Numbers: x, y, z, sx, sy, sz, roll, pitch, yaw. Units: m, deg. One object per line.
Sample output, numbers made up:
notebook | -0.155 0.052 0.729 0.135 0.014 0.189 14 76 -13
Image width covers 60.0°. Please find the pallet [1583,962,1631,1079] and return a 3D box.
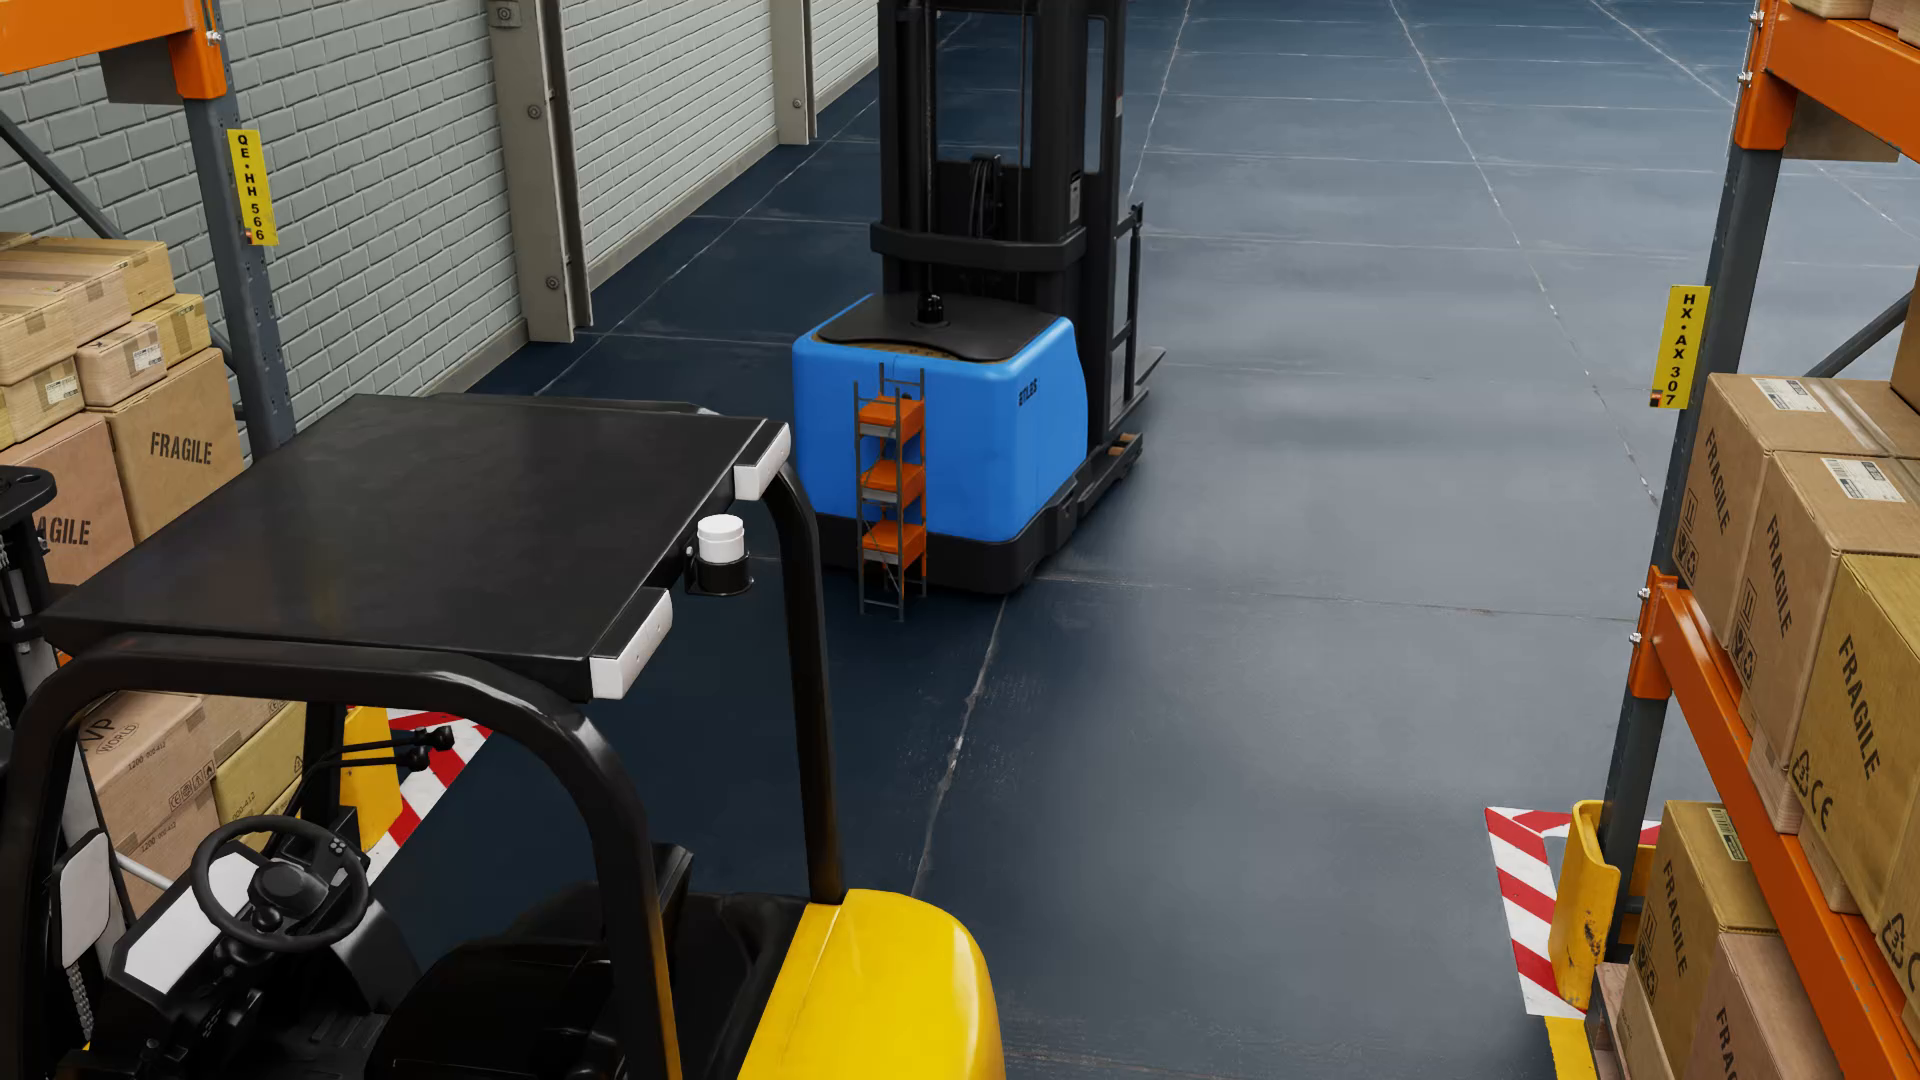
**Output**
pallet | 2.191 1.572 4.142 1.003 0.211 1.213 4 25 9

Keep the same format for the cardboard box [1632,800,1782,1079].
cardboard box | 1.963 0.984 3.973 0.500 0.500 0.500 3 25 7

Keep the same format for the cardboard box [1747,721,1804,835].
cardboard box | 1.874 0.497 3.447 0.380 0.149 0.250 4 25 9

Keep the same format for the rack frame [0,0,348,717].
rack frame | -2.526 -0.402 5.070 1.000 3.000 0.127 4 25 9

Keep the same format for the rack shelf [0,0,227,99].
rack shelf | -2.853 -0.598 2.800 1.077 0.370 4.000 4 25 9

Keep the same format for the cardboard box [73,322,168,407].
cardboard box | -2.319 -0.468 4.328 0.380 0.149 0.250 4 25 9

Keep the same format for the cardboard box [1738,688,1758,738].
cardboard box | 1.961 0.394 3.667 0.380 0.149 0.250 3 25 7

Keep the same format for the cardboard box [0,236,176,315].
cardboard box | -2.377 -0.711 4.497 0.380 0.149 0.250 4 25 9

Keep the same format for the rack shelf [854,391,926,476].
rack shelf | -0.285 -0.437 6.801 0.215 0.259 0.240 10 27 20

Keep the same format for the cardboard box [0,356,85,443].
cardboard box | -2.422 -0.363 4.105 0.380 0.149 0.250 4 25 10

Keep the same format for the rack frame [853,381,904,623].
rack frame | -0.331 -0.142 6.815 0.200 1.050 0.008 10 27 20

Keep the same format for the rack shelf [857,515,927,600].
rack shelf | -0.285 0.071 7.040 0.215 0.259 0.240 10 27 20

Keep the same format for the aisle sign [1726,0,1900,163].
aisle sign | 2.076 -1.284 3.889 0.394 0.787 0.004 4 25 9

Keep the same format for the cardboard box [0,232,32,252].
cardboard box | -2.792 -0.750 4.580 0.380 0.149 0.250 4 25 8

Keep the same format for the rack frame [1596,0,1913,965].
rack frame | 2.371 -0.060 4.339 1.000 3.000 0.127 4 25 9

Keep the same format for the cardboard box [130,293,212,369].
cardboard box | -2.307 -0.577 4.560 0.380 0.149 0.250 4 25 9

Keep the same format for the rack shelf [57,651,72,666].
rack shelf | -2.853 0.760 3.436 1.077 0.370 4.000 4 25 9

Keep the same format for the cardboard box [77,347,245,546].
cardboard box | -2.348 -0.223 4.571 0.500 0.500 0.500 3 25 7

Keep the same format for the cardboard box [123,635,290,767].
cardboard box | -2.294 0.415 4.895 0.500 0.250 0.500 5 26 10

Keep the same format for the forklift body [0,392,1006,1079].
forklift body | -1.036 0.902 3.286 2.313 2.155 1.214 4 25 9

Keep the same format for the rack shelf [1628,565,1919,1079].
rack shelf | 2.044 1.103 2.705 1.077 0.370 4.000 4 25 9

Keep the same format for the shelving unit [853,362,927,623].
shelving unit | -0.285 -0.190 6.917 0.215 1.050 0.252 10 27 20

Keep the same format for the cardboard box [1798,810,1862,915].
cardboard box | 1.865 0.607 3.211 0.380 0.149 0.250 5 25 10

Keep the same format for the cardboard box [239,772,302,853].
cardboard box | -2.291 0.872 5.098 0.500 0.250 0.500 4 25 9

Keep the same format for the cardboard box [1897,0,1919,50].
cardboard box | 1.965 -0.964 3.029 0.380 0.149 0.250 5 25 10

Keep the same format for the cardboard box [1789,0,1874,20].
cardboard box | 1.997 -1.188 3.508 0.380 0.149 0.250 4 25 9

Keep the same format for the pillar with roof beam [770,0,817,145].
pillar with roof beam | 2.679 -7.611 13.395 9.100 9.000 0.400 4 25 9

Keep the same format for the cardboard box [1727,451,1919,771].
cardboard box | 1.939 0.156 3.409 0.500 0.500 0.500 5 26 10

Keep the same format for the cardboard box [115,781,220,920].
cardboard box | -2.390 0.861 4.531 0.500 0.250 0.500 4 25 8

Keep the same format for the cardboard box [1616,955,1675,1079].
cardboard box | 1.967 1.314 4.153 0.500 0.250 0.500 4 25 8

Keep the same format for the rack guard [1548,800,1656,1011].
rack guard | 2.359 1.104 4.801 1.175 0.500 0.348 4 25 9

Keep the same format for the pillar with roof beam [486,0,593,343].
pillar with roof beam | 1.698 -5.101 8.034 9.100 9.000 0.400 4 25 9

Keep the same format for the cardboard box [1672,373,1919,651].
cardboard box | 2.020 -0.061 3.873 0.500 0.500 0.500 4 25 8

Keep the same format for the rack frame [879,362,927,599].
rack frame | -0.239 -0.238 7.020 0.200 1.050 0.008 10 27 20

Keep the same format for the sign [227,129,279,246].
sign | -1.993 -0.990 4.682 0.100 0.325 0.005 4 25 9

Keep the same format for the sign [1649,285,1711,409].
sign | 1.836 -0.489 4.236 0.100 0.325 0.005 4 25 9

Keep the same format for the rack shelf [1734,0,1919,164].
rack shelf | 2.044 -0.256 2.069 1.077 0.370 4.000 4 25 9

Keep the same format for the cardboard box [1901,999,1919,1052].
cardboard box | 1.809 0.830 2.734 0.380 0.149 0.250 3 25 7

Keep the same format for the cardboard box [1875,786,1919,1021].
cardboard box | 1.782 0.583 2.498 0.500 0.500 0.500 4 25 7

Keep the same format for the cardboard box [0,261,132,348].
cardboard box | -2.387 -0.606 4.272 0.380 0.149 0.250 4 25 9

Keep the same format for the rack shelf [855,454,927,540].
rack shelf | -0.285 -0.180 6.922 0.215 0.259 0.240 10 27 20

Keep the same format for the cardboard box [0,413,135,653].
cardboard box | -2.442 -0.007 4.108 0.500 0.500 0.500 5 26 10

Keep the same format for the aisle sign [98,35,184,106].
aisle sign | -2.226 -1.586 4.535 0.394 0.787 0.004 4 25 9

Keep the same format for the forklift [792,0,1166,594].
forklift | 0.297 -1.694 7.912 1.130 2.935 3.031 10 27 20

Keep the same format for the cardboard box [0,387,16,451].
cardboard box | -2.474 -0.261 3.885 0.380 0.149 0.250 4 25 8

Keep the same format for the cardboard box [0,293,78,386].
cardboard box | -2.403 -0.495 4.035 0.380 0.149 0.250 5 25 10

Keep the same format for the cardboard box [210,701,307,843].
cardboard box | -2.297 0.652 4.977 0.500 0.250 0.500 4 25 8

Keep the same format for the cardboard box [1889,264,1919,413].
cardboard box | 2.503 -0.464 3.554 0.700 0.500 0.500 3 25 7

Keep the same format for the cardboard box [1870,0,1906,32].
cardboard box | 2.042 -1.072 3.260 0.380 0.149 0.250 3 25 7

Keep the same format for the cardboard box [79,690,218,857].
cardboard box | -2.372 0.629 4.438 0.500 0.250 0.500 4 25 9

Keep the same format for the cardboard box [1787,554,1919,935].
cardboard box | 1.857 0.369 2.954 0.500 0.500 0.500 4 25 7

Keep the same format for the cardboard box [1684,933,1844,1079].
cardboard box | 1.882 1.203 3.505 0.500 0.500 0.500 3 25 7

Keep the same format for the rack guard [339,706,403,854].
rack guard | -2.522 0.720 5.622 1.175 0.500 0.348 4 25 9
